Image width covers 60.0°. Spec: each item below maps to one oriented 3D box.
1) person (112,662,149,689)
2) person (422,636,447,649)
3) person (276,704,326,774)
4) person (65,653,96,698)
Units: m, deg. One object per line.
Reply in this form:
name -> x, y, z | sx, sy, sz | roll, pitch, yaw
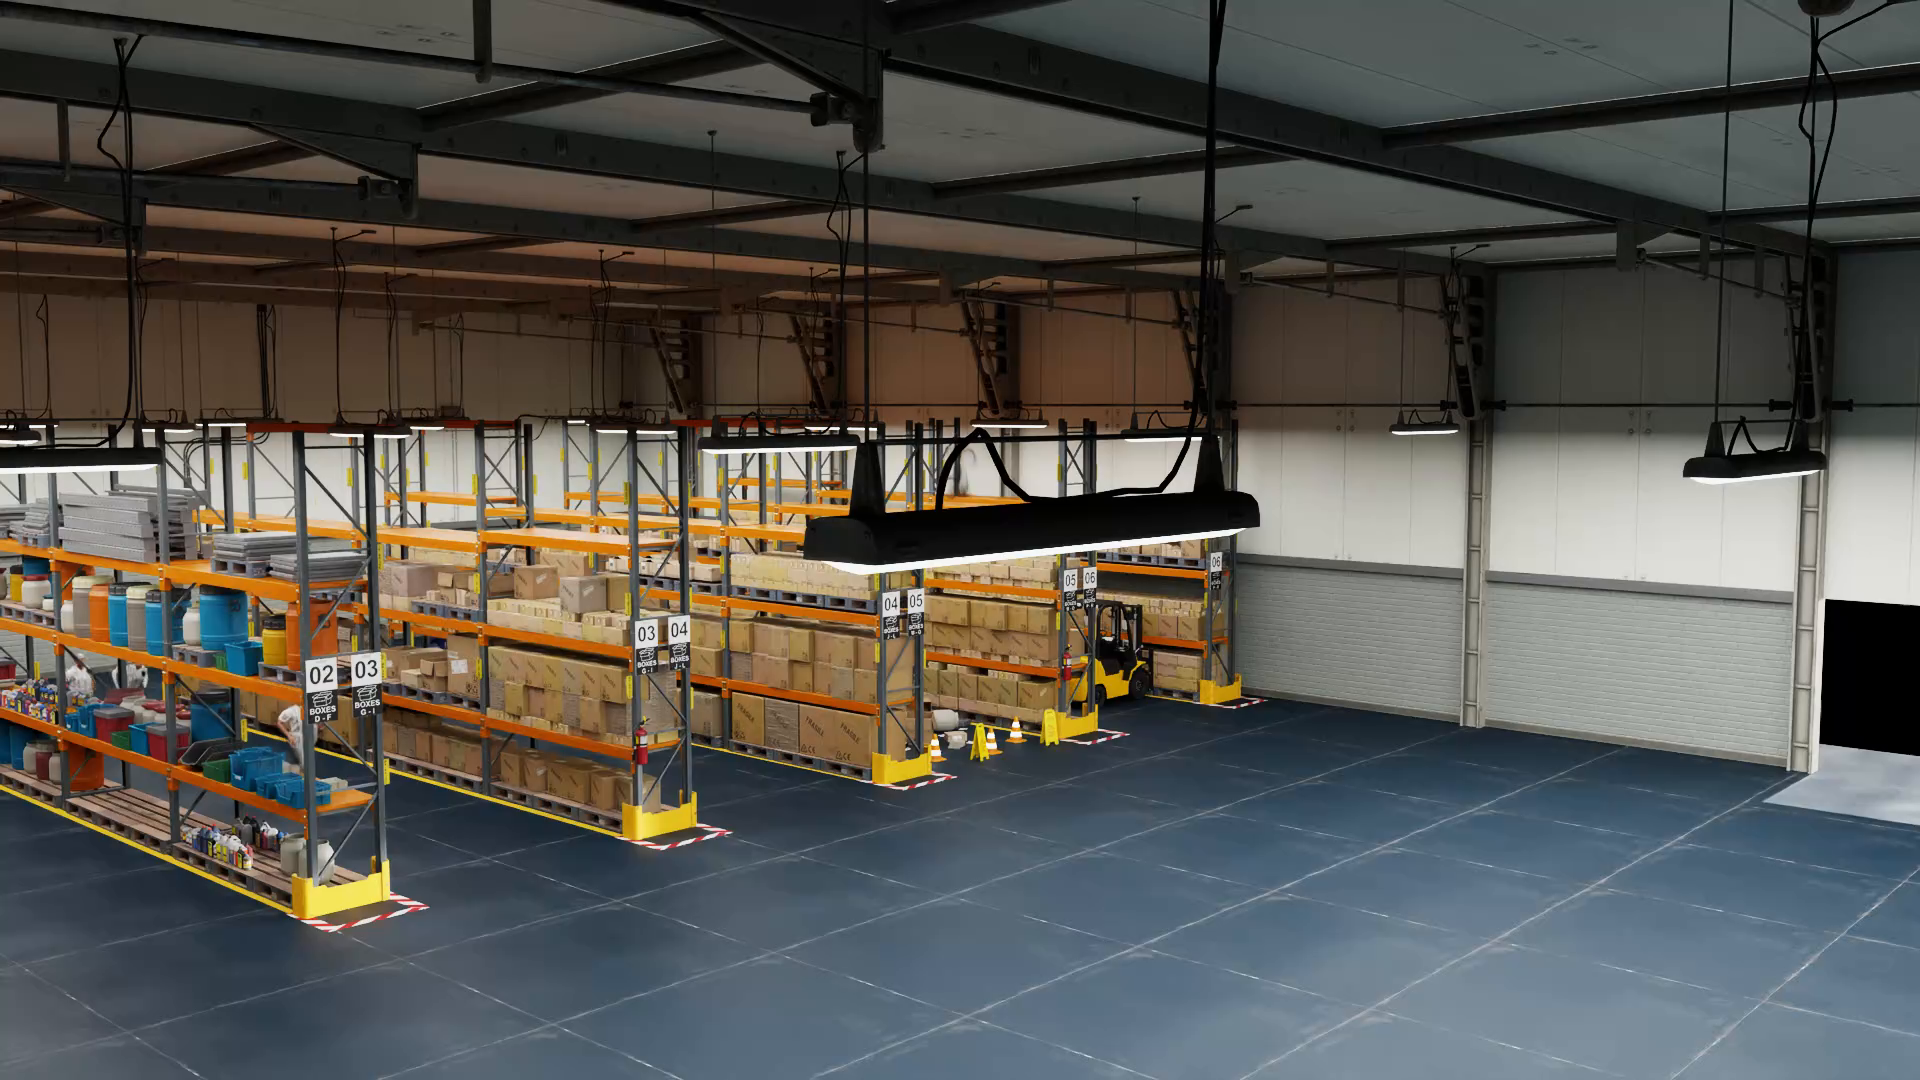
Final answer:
person -> -15.934, 2.967, 31.843 | 0.968, 1.626, 0.659 | 3, 5, 32
person -> -12.627, 2.320, 40.115 | 0.958, 1.575, 0.639 | -2, 5, -18
person -> -10.540, 3.280, 26.736 | 0.735, 1.814, 0.634 | 2, 5, 24
person -> -16.648, 2.950, 31.475 | 0.591, 1.624, 0.602 | 3, 6, 33
